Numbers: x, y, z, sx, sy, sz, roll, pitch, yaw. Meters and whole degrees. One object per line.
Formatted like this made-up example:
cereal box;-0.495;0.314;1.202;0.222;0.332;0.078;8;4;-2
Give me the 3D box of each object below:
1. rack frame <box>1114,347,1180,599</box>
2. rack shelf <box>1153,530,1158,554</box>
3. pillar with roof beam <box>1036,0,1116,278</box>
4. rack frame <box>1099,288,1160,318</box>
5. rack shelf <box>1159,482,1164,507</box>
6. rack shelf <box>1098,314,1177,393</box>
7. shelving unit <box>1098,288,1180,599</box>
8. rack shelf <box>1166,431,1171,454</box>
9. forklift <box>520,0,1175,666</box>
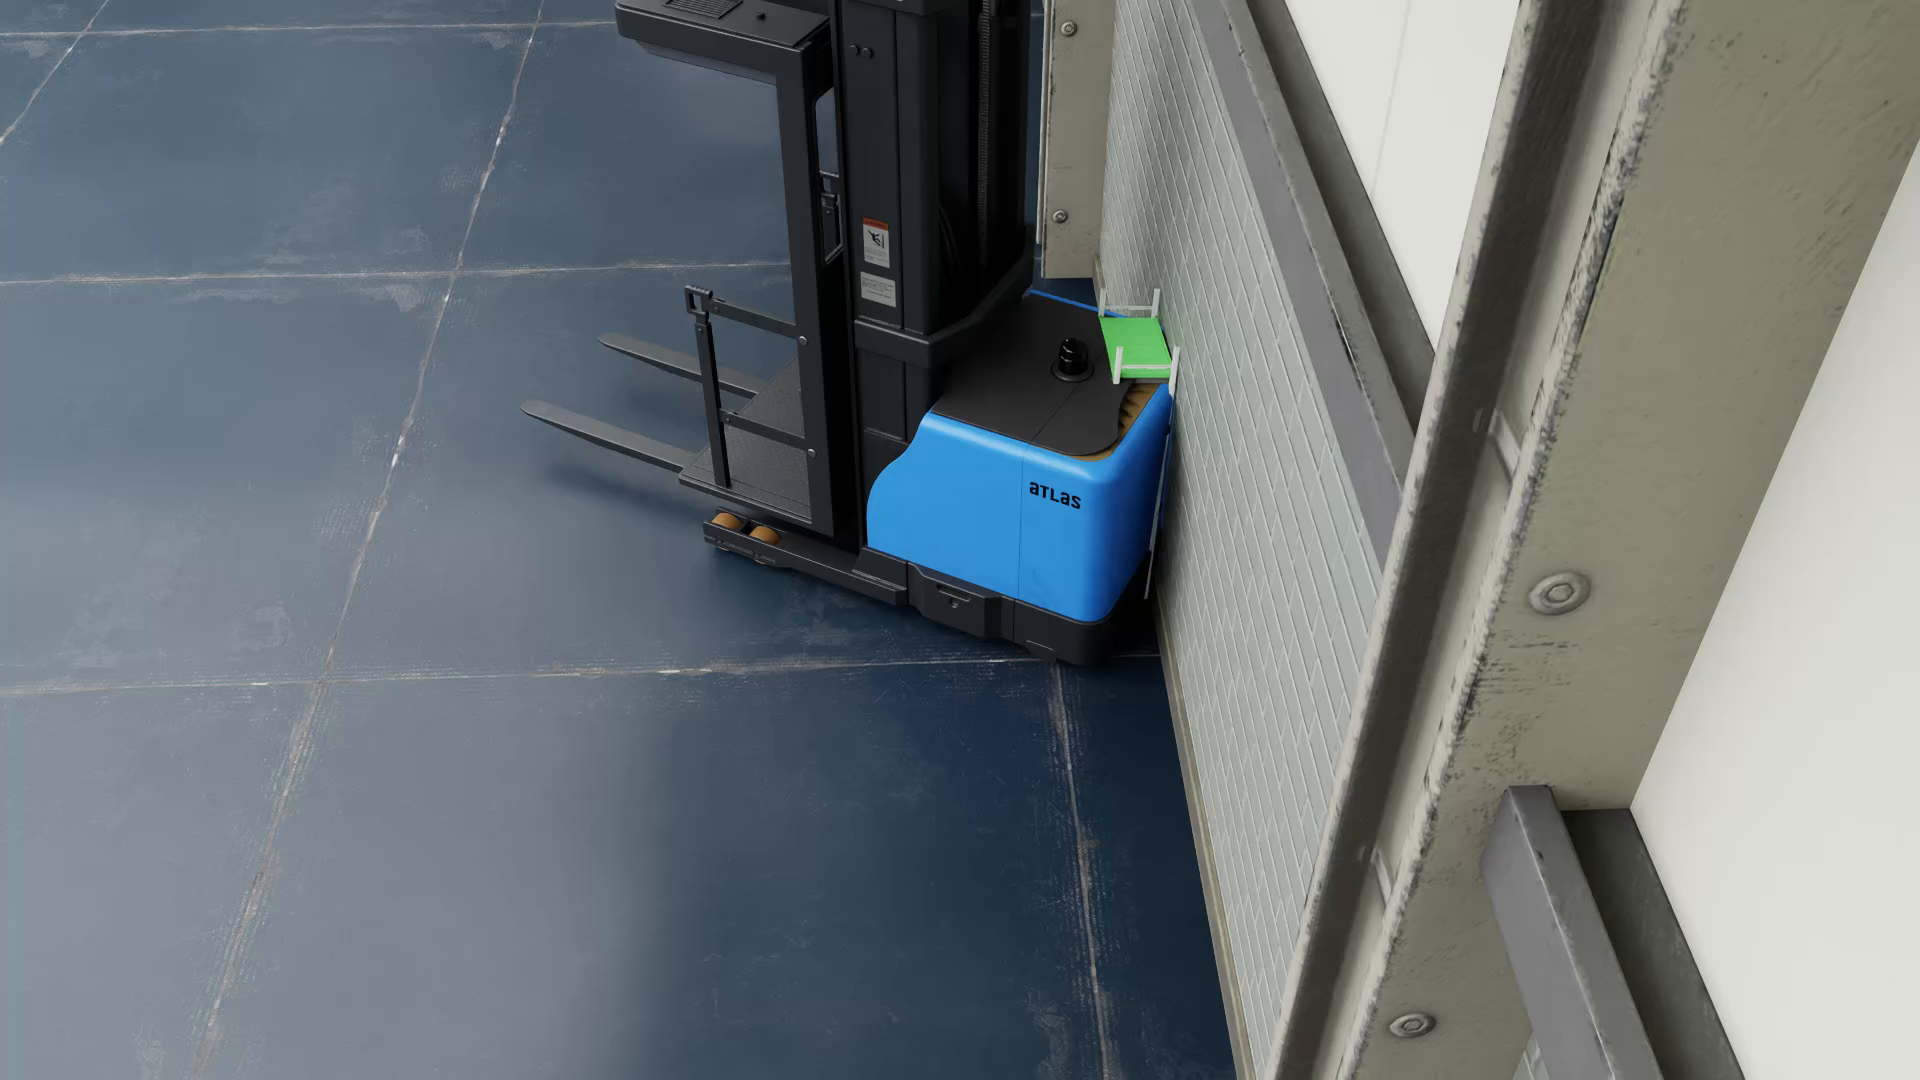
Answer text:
rack frame;0.696;-0.244;6.688;0.240;1.200;0.015;0;35;-4
rack shelf;0.671;-0.137;7.062;0.258;0.148;0.480;0;35;-4
pillar with roof beam;-3.715;-4.738;5.909;9.100;9.000;0.400;-2;43;-2
rack frame;0.669;-0.526;7.085;0.240;1.200;0.015;0;35;-4
rack shelf;0.680;-0.333;6.924;0.258;0.148;0.480;0;35;-4
rack shelf;0.698;-0.724;6.646;0.258;0.148;0.480;0;35;-4
shelving unit;0.682;-0.385;6.887;0.258;1.200;0.503;0;35;-4
rack shelf;0.689;-0.529;6.785;0.258;0.148;0.480;0;35;-4
forklift;-0.555;-1.272;6.618;3.031;2.935;1.130;19;46;20
